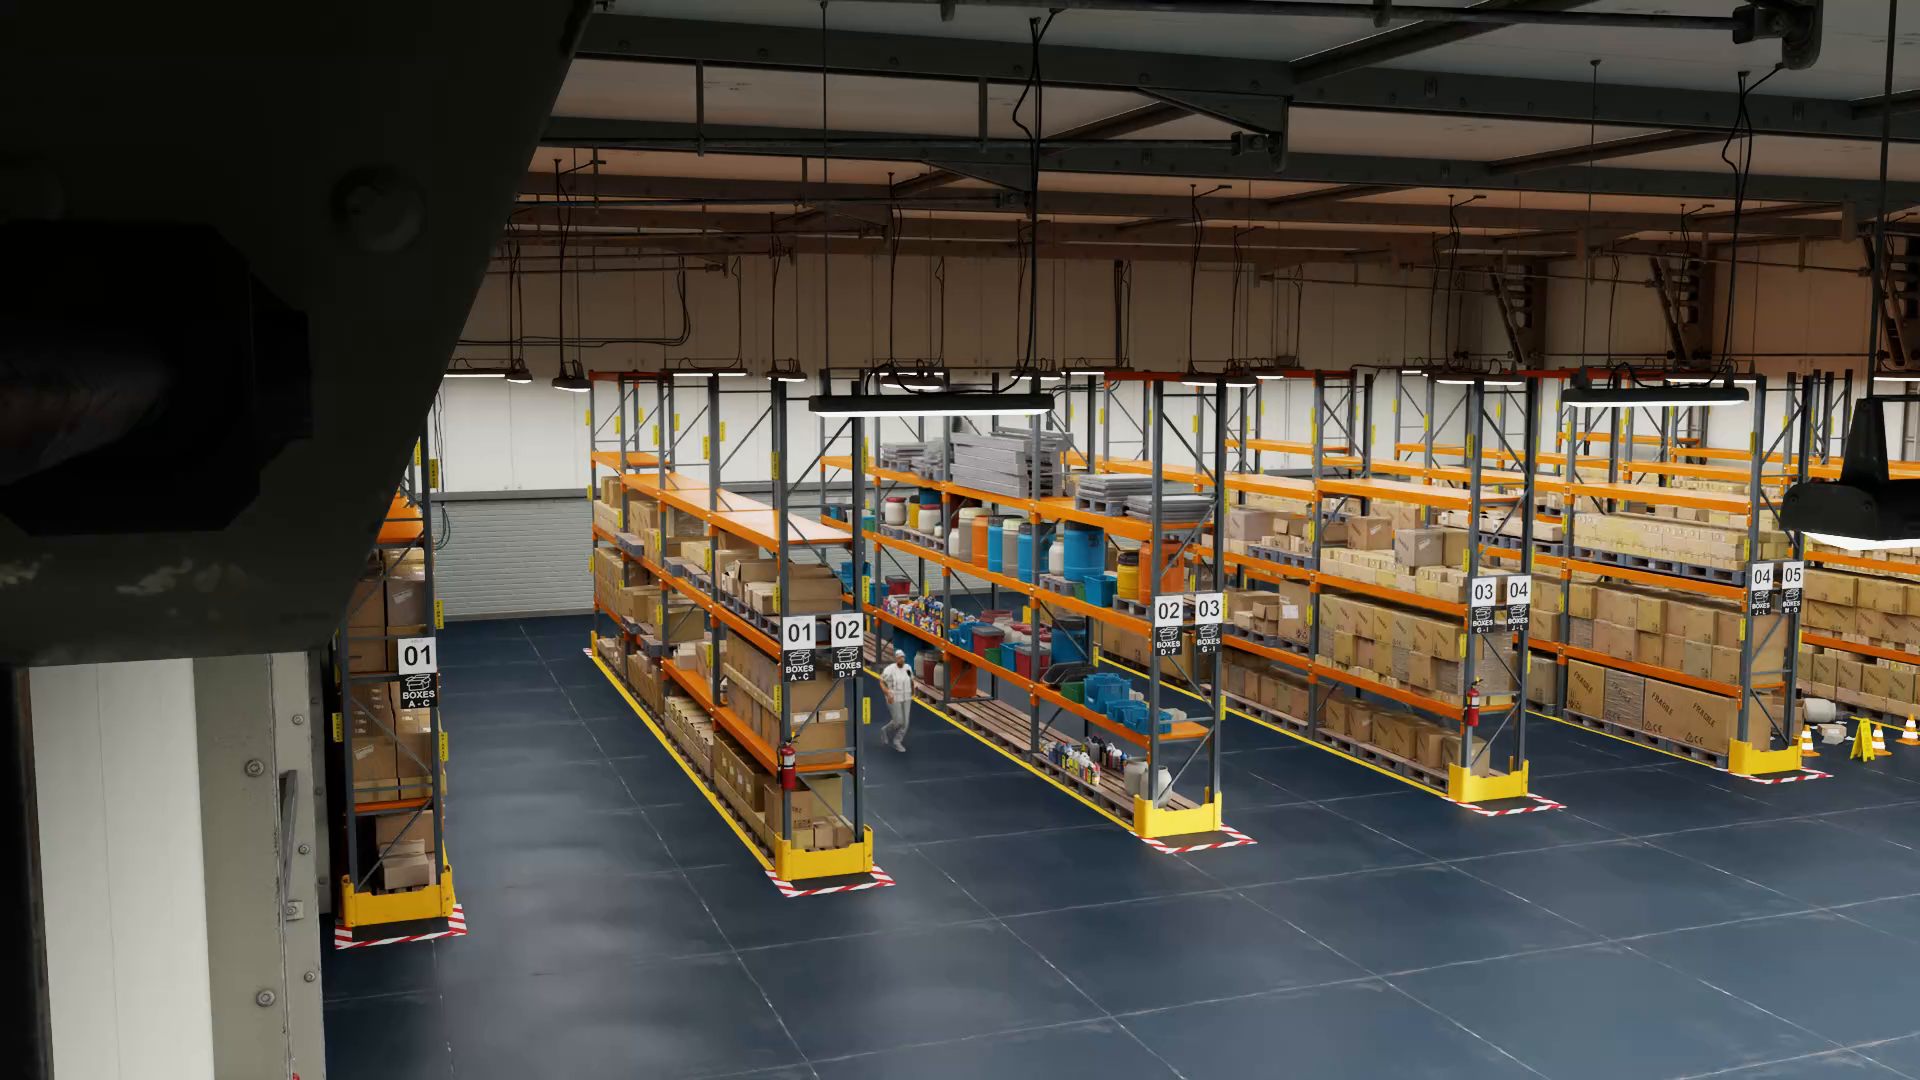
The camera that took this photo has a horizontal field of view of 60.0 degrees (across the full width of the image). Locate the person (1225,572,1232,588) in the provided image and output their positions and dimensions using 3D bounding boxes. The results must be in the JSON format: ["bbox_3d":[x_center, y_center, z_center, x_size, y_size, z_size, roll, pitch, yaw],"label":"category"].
[{"bbox_3d":[6.542,0.862,41.429,0.932,1.731,0.739,0,6,4],"label":"person"}]

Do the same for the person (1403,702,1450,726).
[{"bbox_3d":[8.120,2.307,28.735,0.703,1.734,1.053,-5,8,-36],"label":"person"}]

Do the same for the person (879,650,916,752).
[{"bbox_3d":[-0.960,2.563,26.618,0.596,1.638,0.578,-4,7,-31],"label":"person"}]
